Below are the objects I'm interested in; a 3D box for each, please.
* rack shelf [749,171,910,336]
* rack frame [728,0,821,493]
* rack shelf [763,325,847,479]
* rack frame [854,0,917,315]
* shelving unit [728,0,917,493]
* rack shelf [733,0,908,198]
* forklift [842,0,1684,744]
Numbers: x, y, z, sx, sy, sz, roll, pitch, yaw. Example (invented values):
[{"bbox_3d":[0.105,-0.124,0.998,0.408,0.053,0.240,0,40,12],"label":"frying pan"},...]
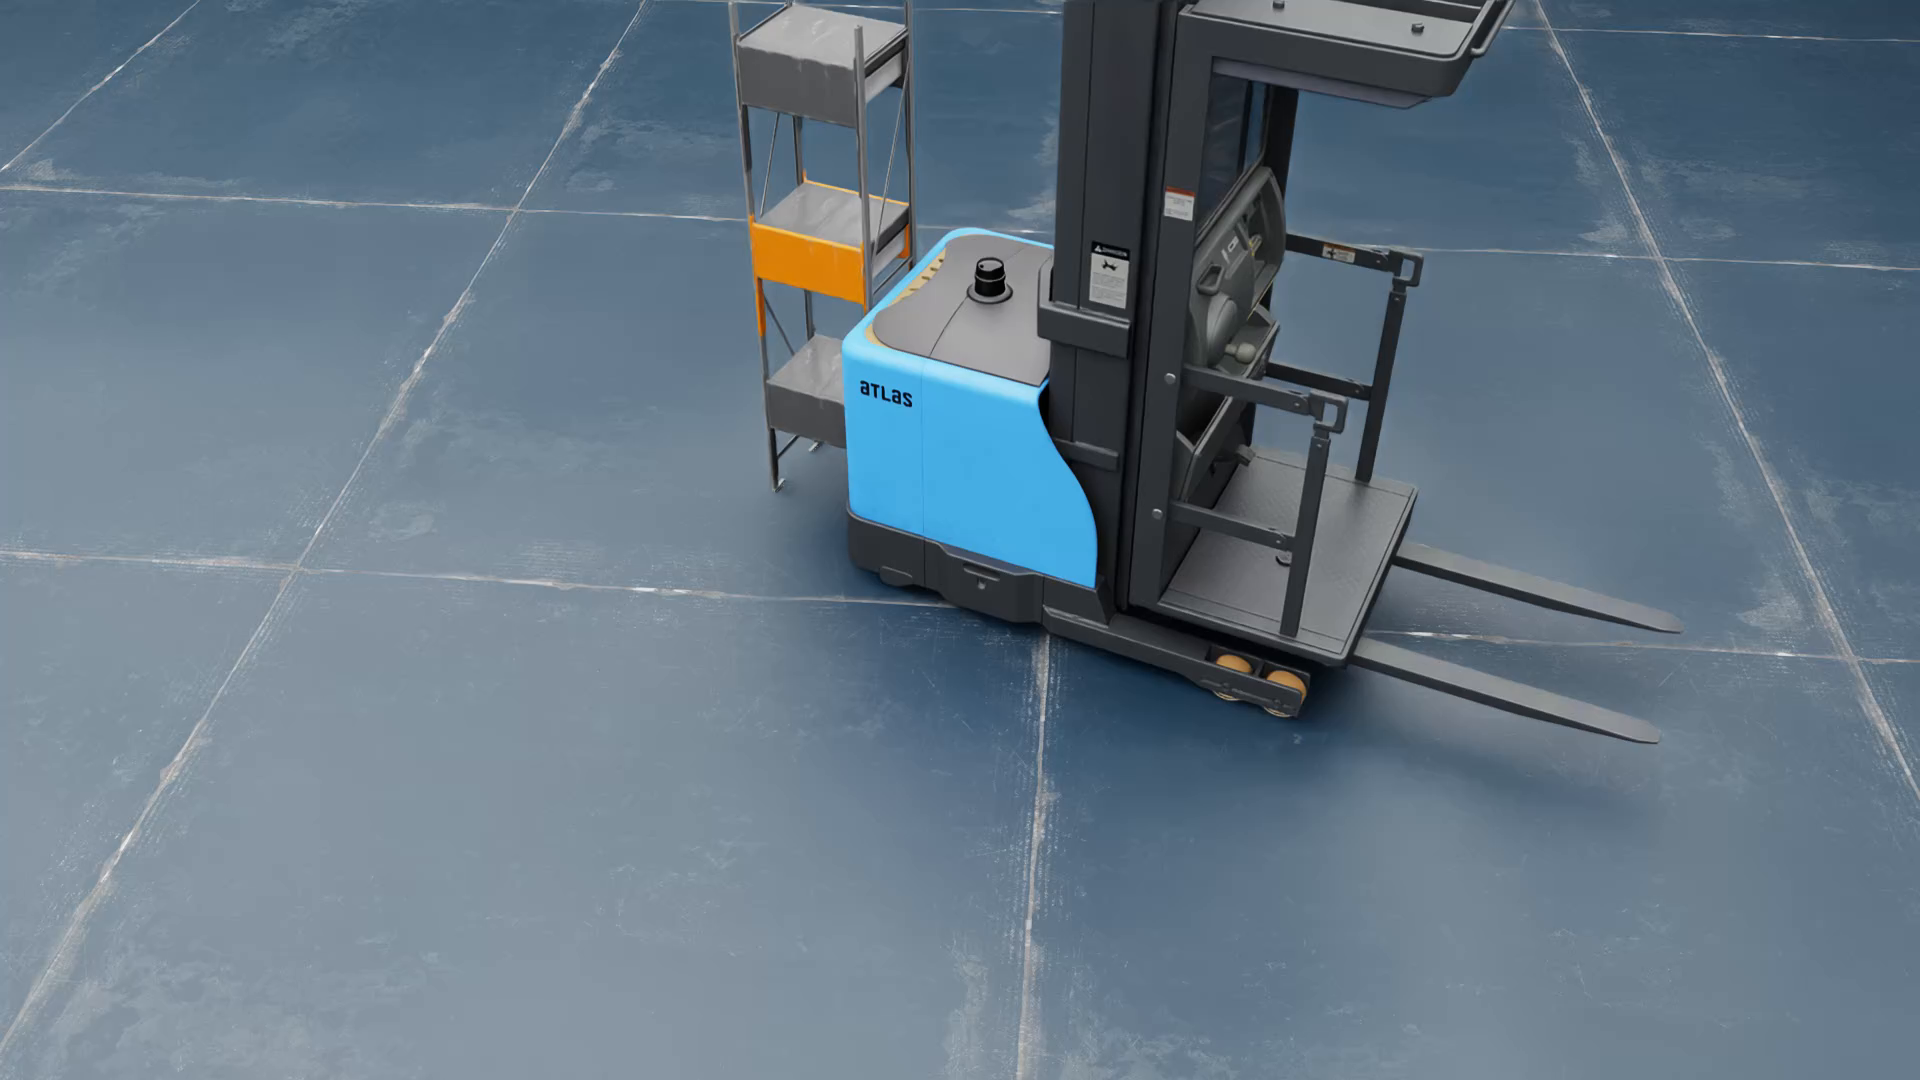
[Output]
[{"bbox_3d":[-0.479,-1.052,6.401,0.480,0.518,0.431,17,42,20],"label":"rack shelf"},{"bbox_3d":[-0.699,-1.129,6.474,0.015,2.100,0.400,17,42,20],"label":"rack frame"},{"bbox_3d":[-0.479,-0.509,6.843,0.480,0.518,0.431,17,42,20],"label":"rack shelf"},{"bbox_3d":[-0.259,-0.996,6.311,0.015,2.100,0.400,17,42,20],"label":"rack frame"},{"bbox_3d":[-0.479,-1.063,6.392,0.503,2.100,0.431,17,42,20],"label":"shelving unit"},{"bbox_3d":[-0.479,-1.595,5.959,0.480,0.518,0.431,17,42,20],"label":"rack shelf"},{"bbox_3d":[1.116,-0.886,5.517,3.031,2.935,1.130,17,42,20],"label":"forklift"}]
